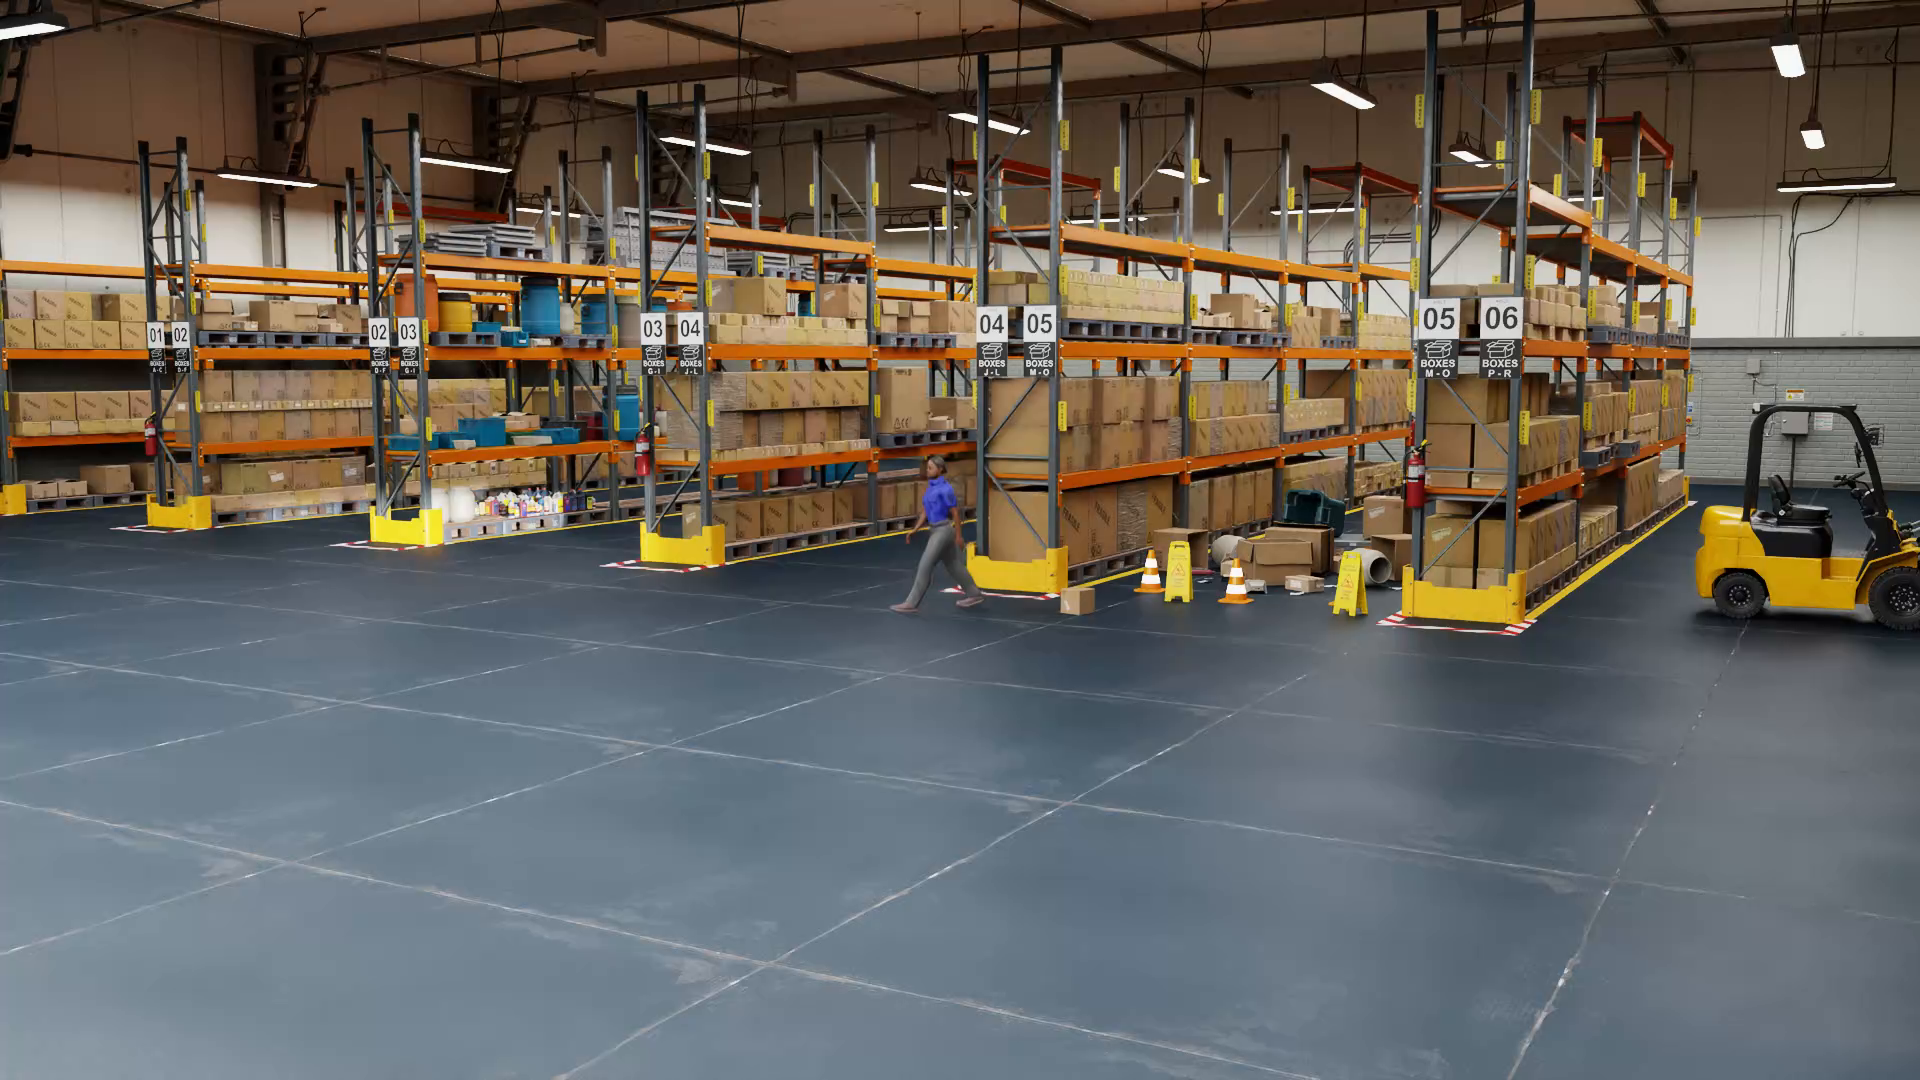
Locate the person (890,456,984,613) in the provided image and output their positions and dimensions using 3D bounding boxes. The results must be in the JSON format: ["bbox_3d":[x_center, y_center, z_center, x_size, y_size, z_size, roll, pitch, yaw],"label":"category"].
[{"bbox_3d":[-0.240,-0.070,17.048,1.041,1.589,0.475,-2,6,-18],"label":"person"}]
